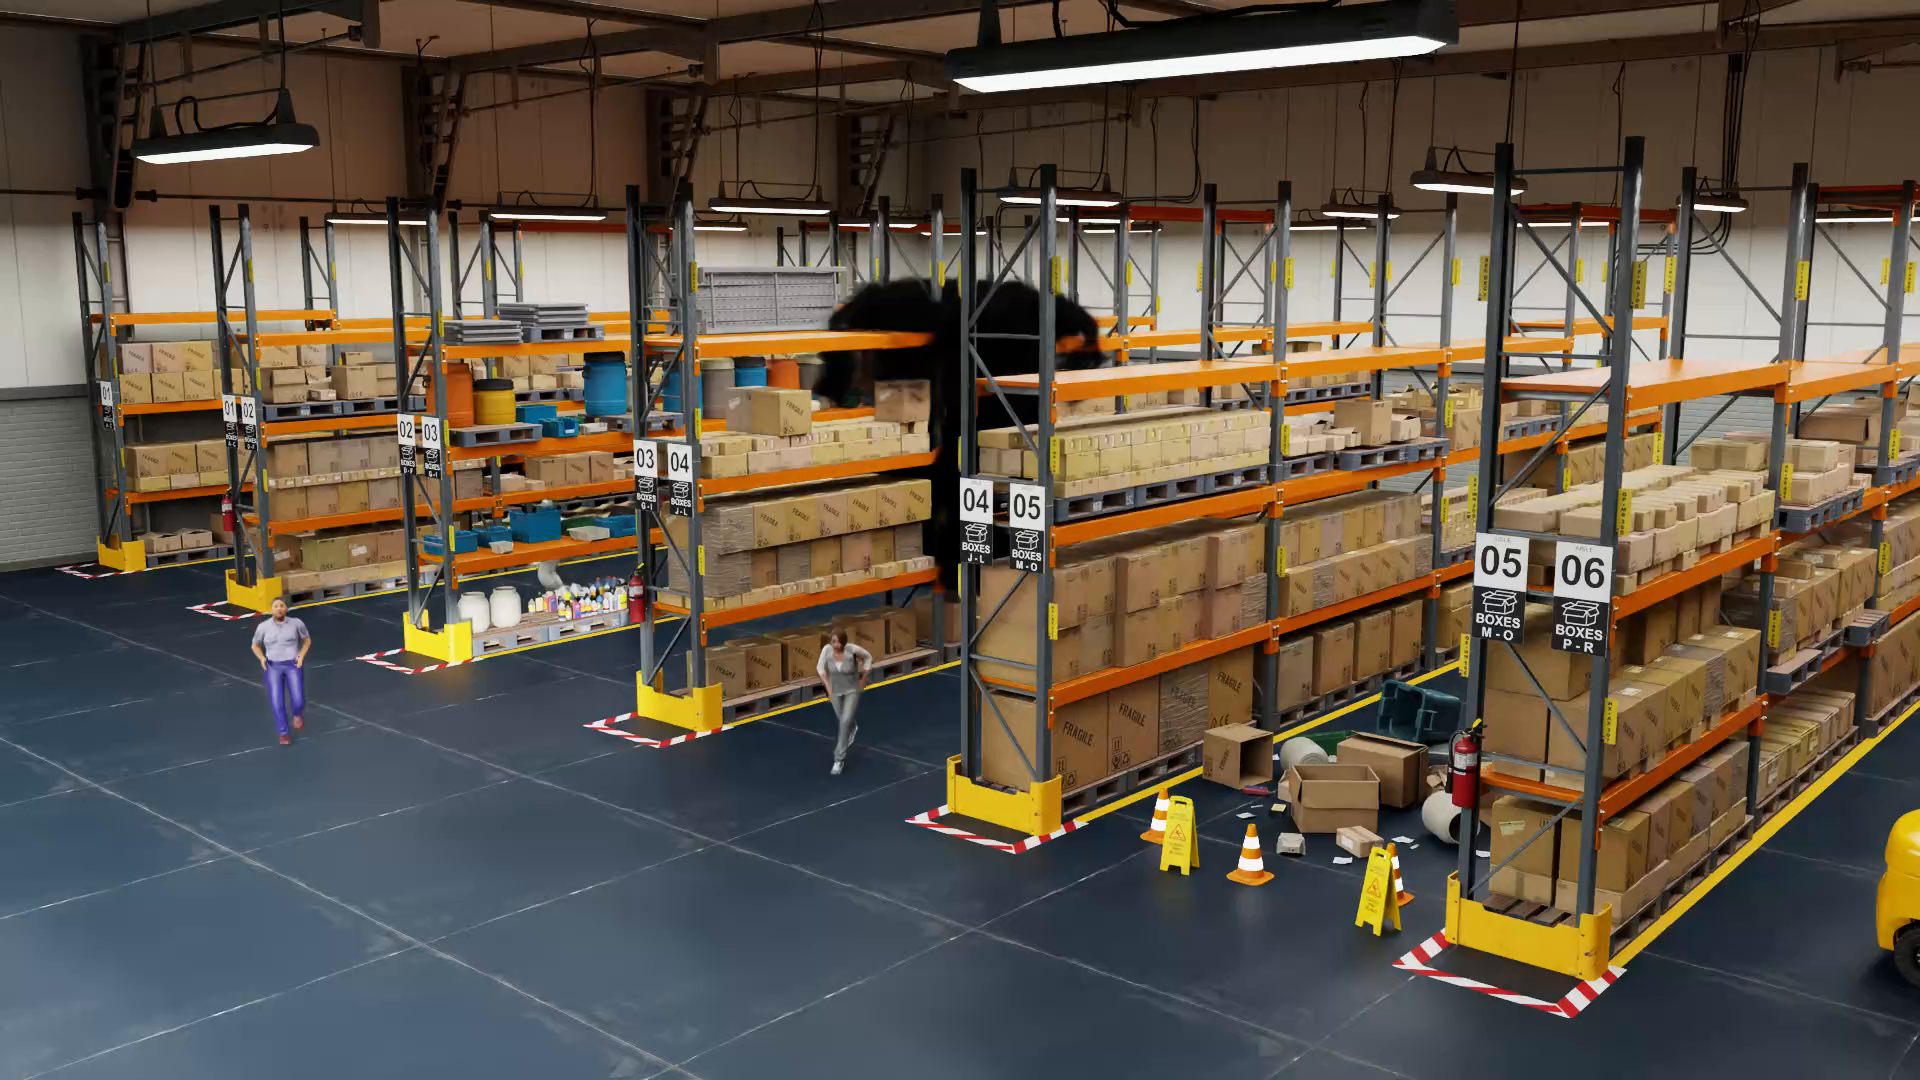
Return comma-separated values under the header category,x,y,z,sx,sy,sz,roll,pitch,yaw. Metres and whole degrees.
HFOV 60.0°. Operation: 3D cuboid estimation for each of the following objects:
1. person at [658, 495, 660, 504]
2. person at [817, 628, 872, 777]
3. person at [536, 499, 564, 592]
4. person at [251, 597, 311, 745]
category,x,y,z,sx,sy,sz,roll,pitch,yaw
person,-6.200,-1.253,33.483,0.730,1.765,0.817,6,11,34
person,-1.179,1.613,17.235,0.570,1.510,0.902,1,10,4
person,-6.177,0.222,25.012,0.579,1.685,0.690,9,13,44
person,-7.345,1.404,18.038,0.605,1.594,0.538,-4,10,-22
